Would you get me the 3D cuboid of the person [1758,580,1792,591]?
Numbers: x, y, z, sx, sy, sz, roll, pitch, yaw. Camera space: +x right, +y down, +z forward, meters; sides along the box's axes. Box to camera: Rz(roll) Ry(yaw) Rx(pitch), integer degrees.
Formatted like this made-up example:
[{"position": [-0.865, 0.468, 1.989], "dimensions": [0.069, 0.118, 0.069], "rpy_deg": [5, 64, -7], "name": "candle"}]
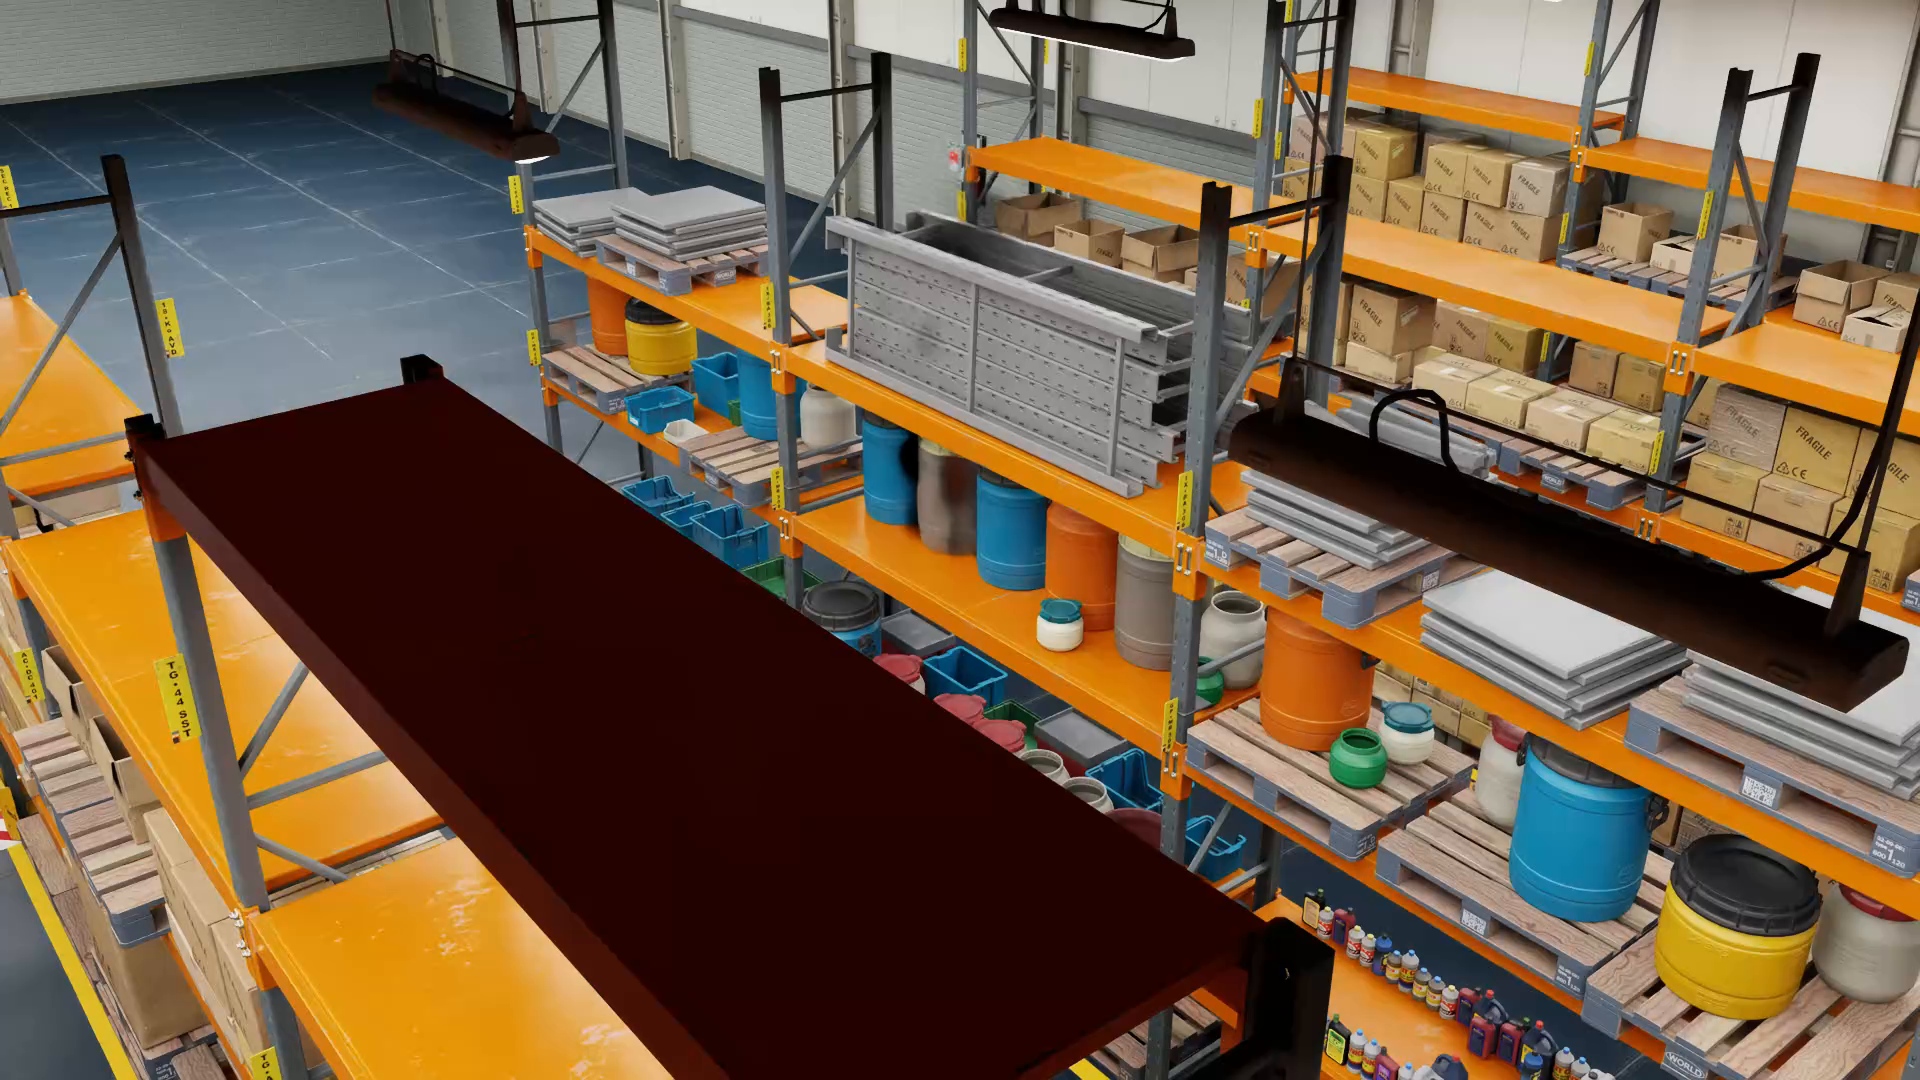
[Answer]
[{"position": [6.824, 0.986, 14.369], "dimensions": [0.612, 1.646, 0.548], "rpy_deg": [-16, 30, -29], "name": "person"}]
